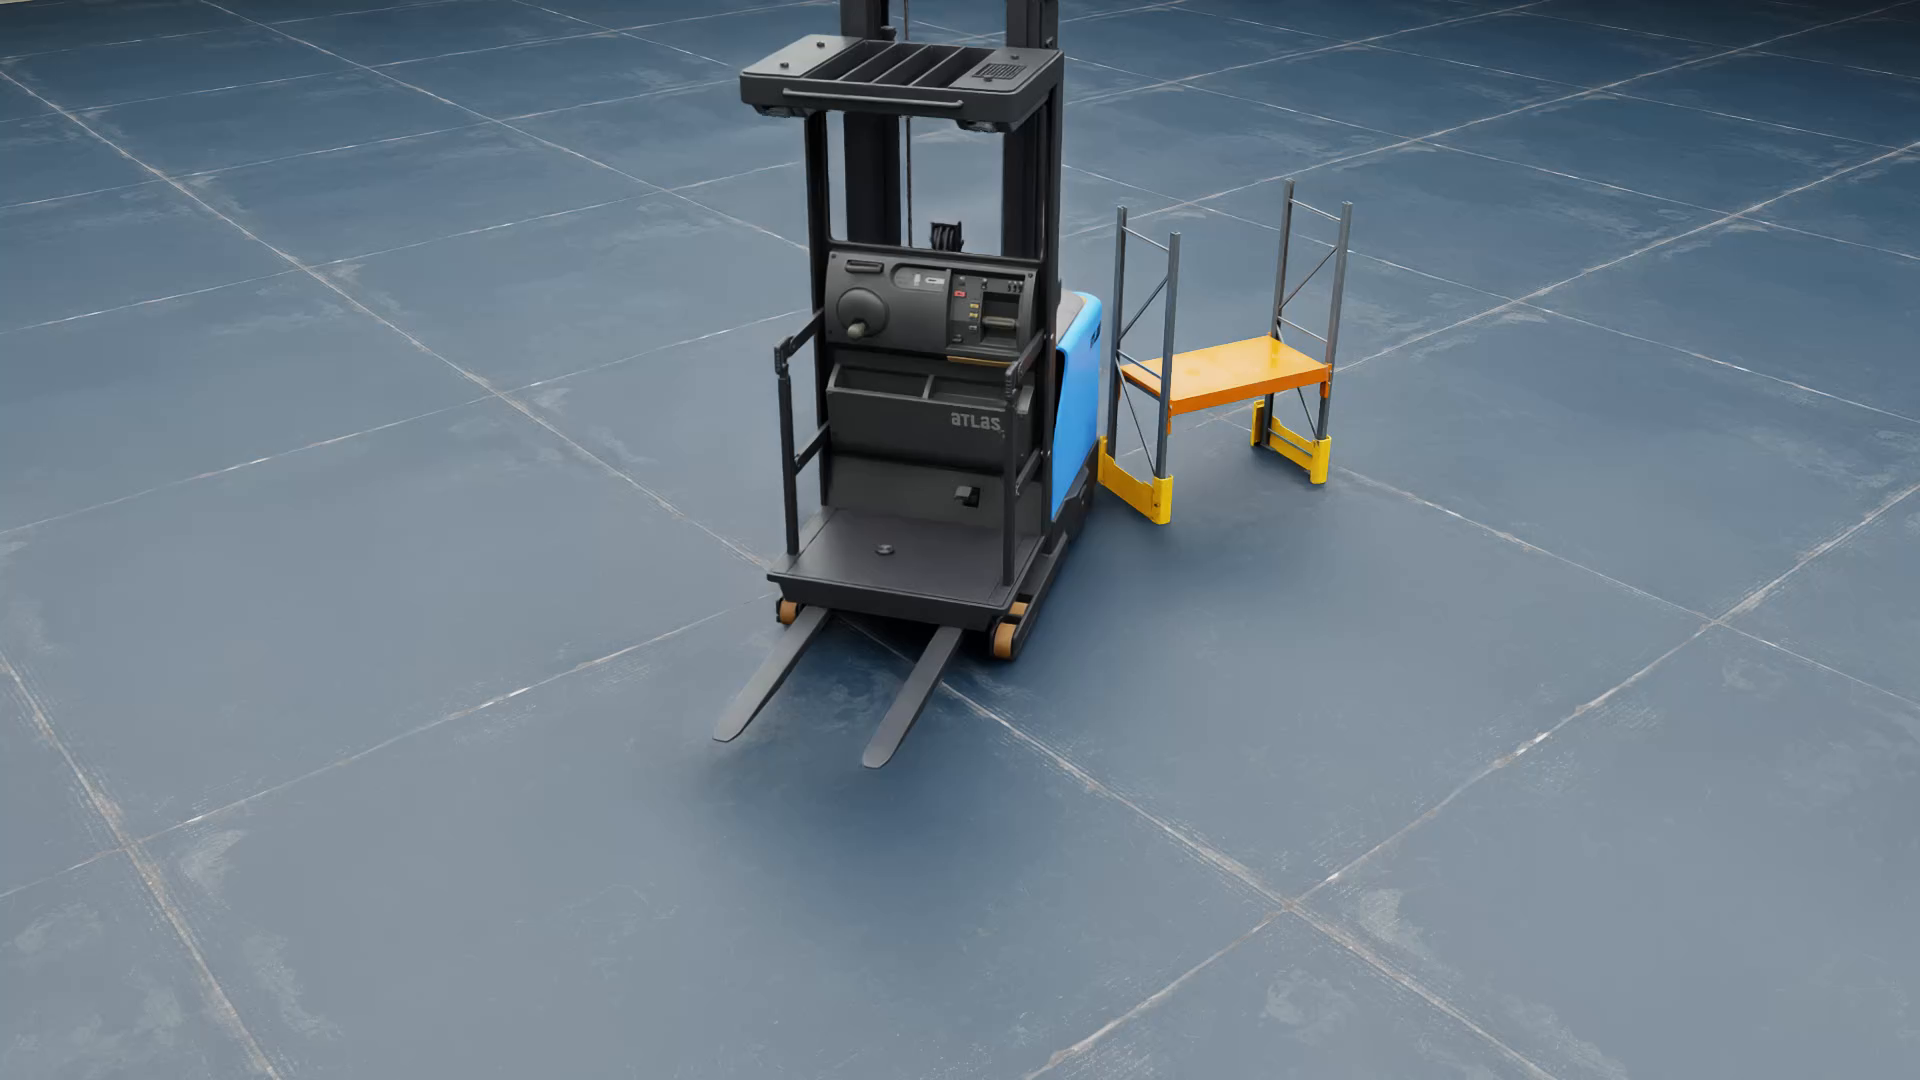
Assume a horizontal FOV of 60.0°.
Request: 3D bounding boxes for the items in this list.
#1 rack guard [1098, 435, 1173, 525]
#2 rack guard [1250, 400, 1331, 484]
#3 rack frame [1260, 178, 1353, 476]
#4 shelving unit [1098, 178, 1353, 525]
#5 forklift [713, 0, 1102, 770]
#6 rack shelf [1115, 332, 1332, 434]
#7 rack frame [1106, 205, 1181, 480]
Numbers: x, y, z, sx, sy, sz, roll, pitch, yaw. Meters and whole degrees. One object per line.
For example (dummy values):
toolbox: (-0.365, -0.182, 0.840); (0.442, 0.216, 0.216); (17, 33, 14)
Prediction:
rack guard: (0.899, -0.315, 8.575); (0.087, 0.250, 0.587); (-14, 31, -24)
rack guard: (1.780, -0.534, 8.984); (0.087, 0.250, 0.587); (-14, 31, -24)
rack frame: (1.797, -1.090, 8.698); (0.032, 1.500, 0.500); (-14, 31, -24)
shelving unit: (1.340, -0.976, 8.485); (1.083, 1.500, 0.587); (-14, 31, -24)
forklift: (-0.191, -0.974, 6.963); (1.130, 2.935, 3.031); (8, 29, 15)
rack shelf: (1.348, -0.819, 8.573); (1.000, 0.185, 0.538); (-14, 31, -24)
rack frame: (0.898, -0.866, 8.280); (0.032, 1.500, 0.500); (-14, 31, -24)
